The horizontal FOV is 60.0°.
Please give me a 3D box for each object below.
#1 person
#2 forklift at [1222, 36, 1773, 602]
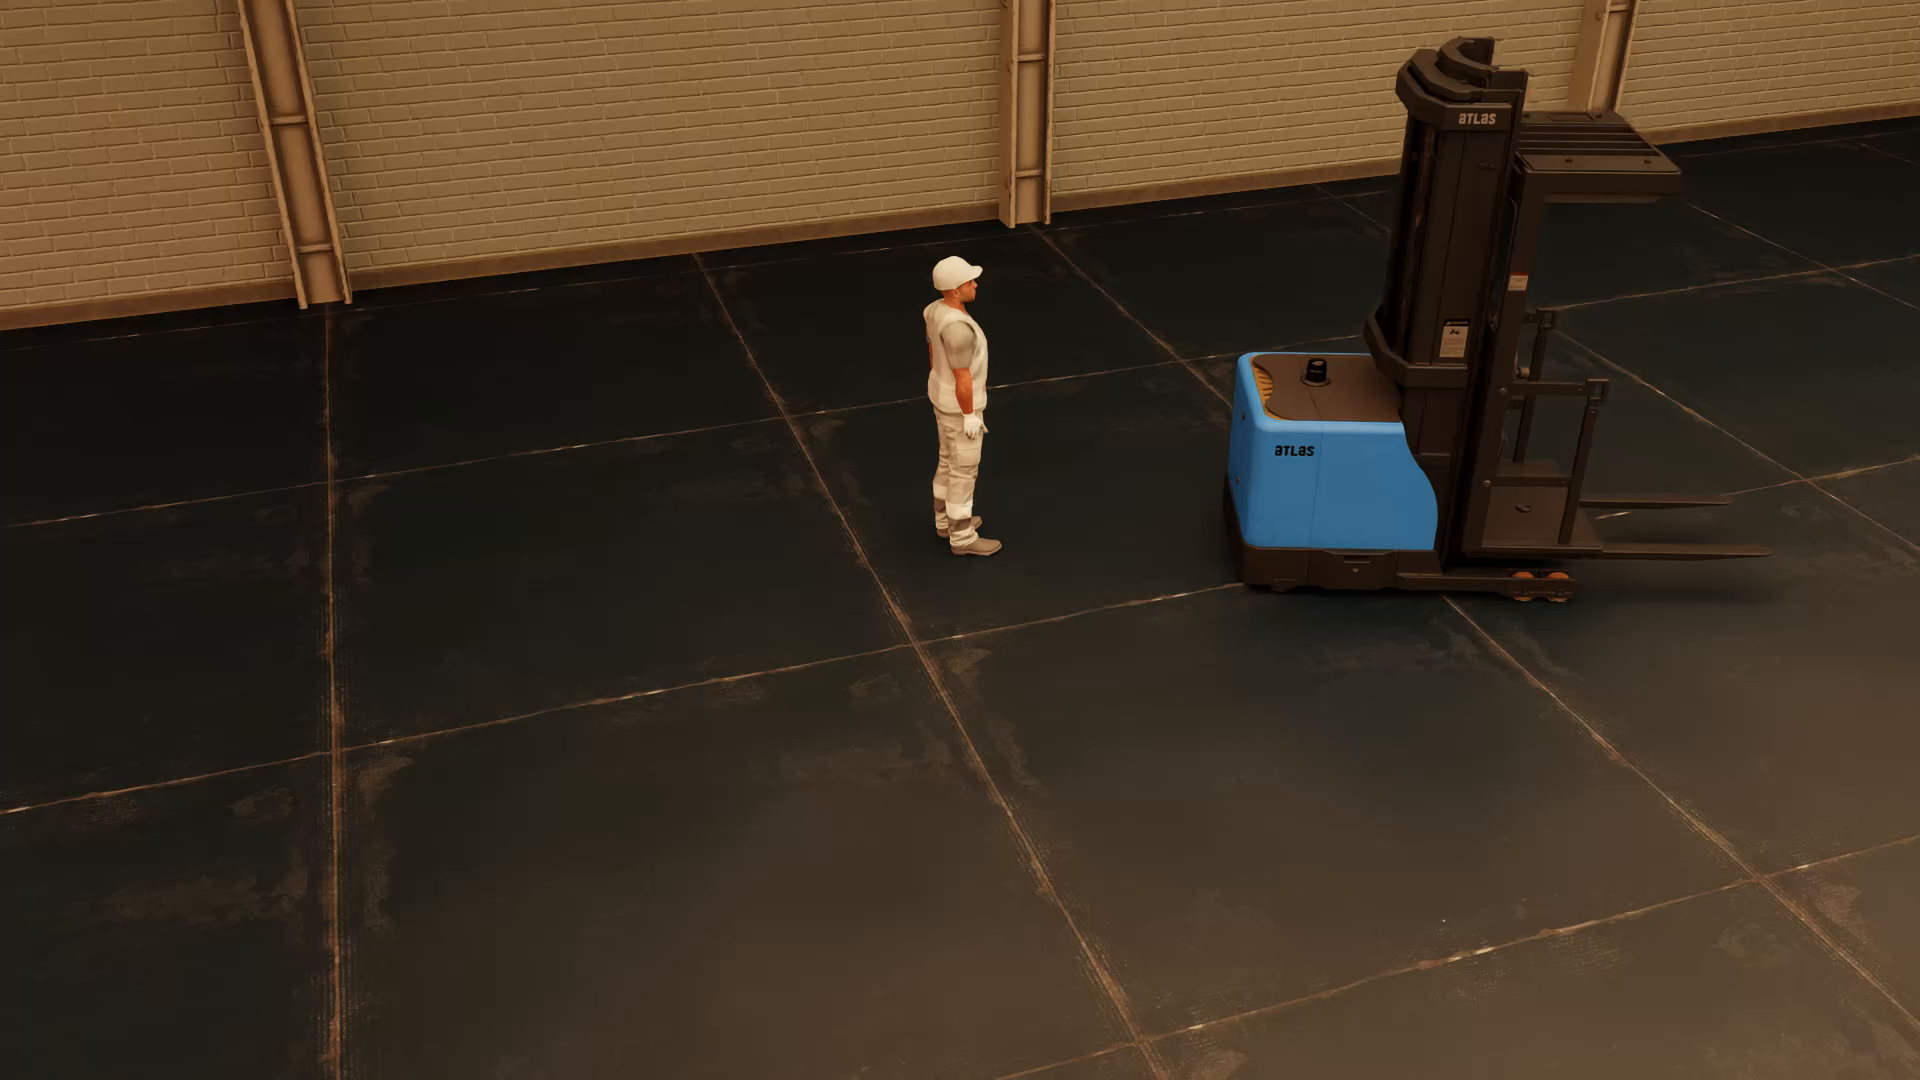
[{"bbox_3d":[0.007,-0.782,9.592,0.369,1.795,0.536,-10,31,-16],"label":"person"},{"bbox_3d":[3.118,-1.191,9.156,3.031,2.935,1.130,1,30,2],"label":"forklift"}]
